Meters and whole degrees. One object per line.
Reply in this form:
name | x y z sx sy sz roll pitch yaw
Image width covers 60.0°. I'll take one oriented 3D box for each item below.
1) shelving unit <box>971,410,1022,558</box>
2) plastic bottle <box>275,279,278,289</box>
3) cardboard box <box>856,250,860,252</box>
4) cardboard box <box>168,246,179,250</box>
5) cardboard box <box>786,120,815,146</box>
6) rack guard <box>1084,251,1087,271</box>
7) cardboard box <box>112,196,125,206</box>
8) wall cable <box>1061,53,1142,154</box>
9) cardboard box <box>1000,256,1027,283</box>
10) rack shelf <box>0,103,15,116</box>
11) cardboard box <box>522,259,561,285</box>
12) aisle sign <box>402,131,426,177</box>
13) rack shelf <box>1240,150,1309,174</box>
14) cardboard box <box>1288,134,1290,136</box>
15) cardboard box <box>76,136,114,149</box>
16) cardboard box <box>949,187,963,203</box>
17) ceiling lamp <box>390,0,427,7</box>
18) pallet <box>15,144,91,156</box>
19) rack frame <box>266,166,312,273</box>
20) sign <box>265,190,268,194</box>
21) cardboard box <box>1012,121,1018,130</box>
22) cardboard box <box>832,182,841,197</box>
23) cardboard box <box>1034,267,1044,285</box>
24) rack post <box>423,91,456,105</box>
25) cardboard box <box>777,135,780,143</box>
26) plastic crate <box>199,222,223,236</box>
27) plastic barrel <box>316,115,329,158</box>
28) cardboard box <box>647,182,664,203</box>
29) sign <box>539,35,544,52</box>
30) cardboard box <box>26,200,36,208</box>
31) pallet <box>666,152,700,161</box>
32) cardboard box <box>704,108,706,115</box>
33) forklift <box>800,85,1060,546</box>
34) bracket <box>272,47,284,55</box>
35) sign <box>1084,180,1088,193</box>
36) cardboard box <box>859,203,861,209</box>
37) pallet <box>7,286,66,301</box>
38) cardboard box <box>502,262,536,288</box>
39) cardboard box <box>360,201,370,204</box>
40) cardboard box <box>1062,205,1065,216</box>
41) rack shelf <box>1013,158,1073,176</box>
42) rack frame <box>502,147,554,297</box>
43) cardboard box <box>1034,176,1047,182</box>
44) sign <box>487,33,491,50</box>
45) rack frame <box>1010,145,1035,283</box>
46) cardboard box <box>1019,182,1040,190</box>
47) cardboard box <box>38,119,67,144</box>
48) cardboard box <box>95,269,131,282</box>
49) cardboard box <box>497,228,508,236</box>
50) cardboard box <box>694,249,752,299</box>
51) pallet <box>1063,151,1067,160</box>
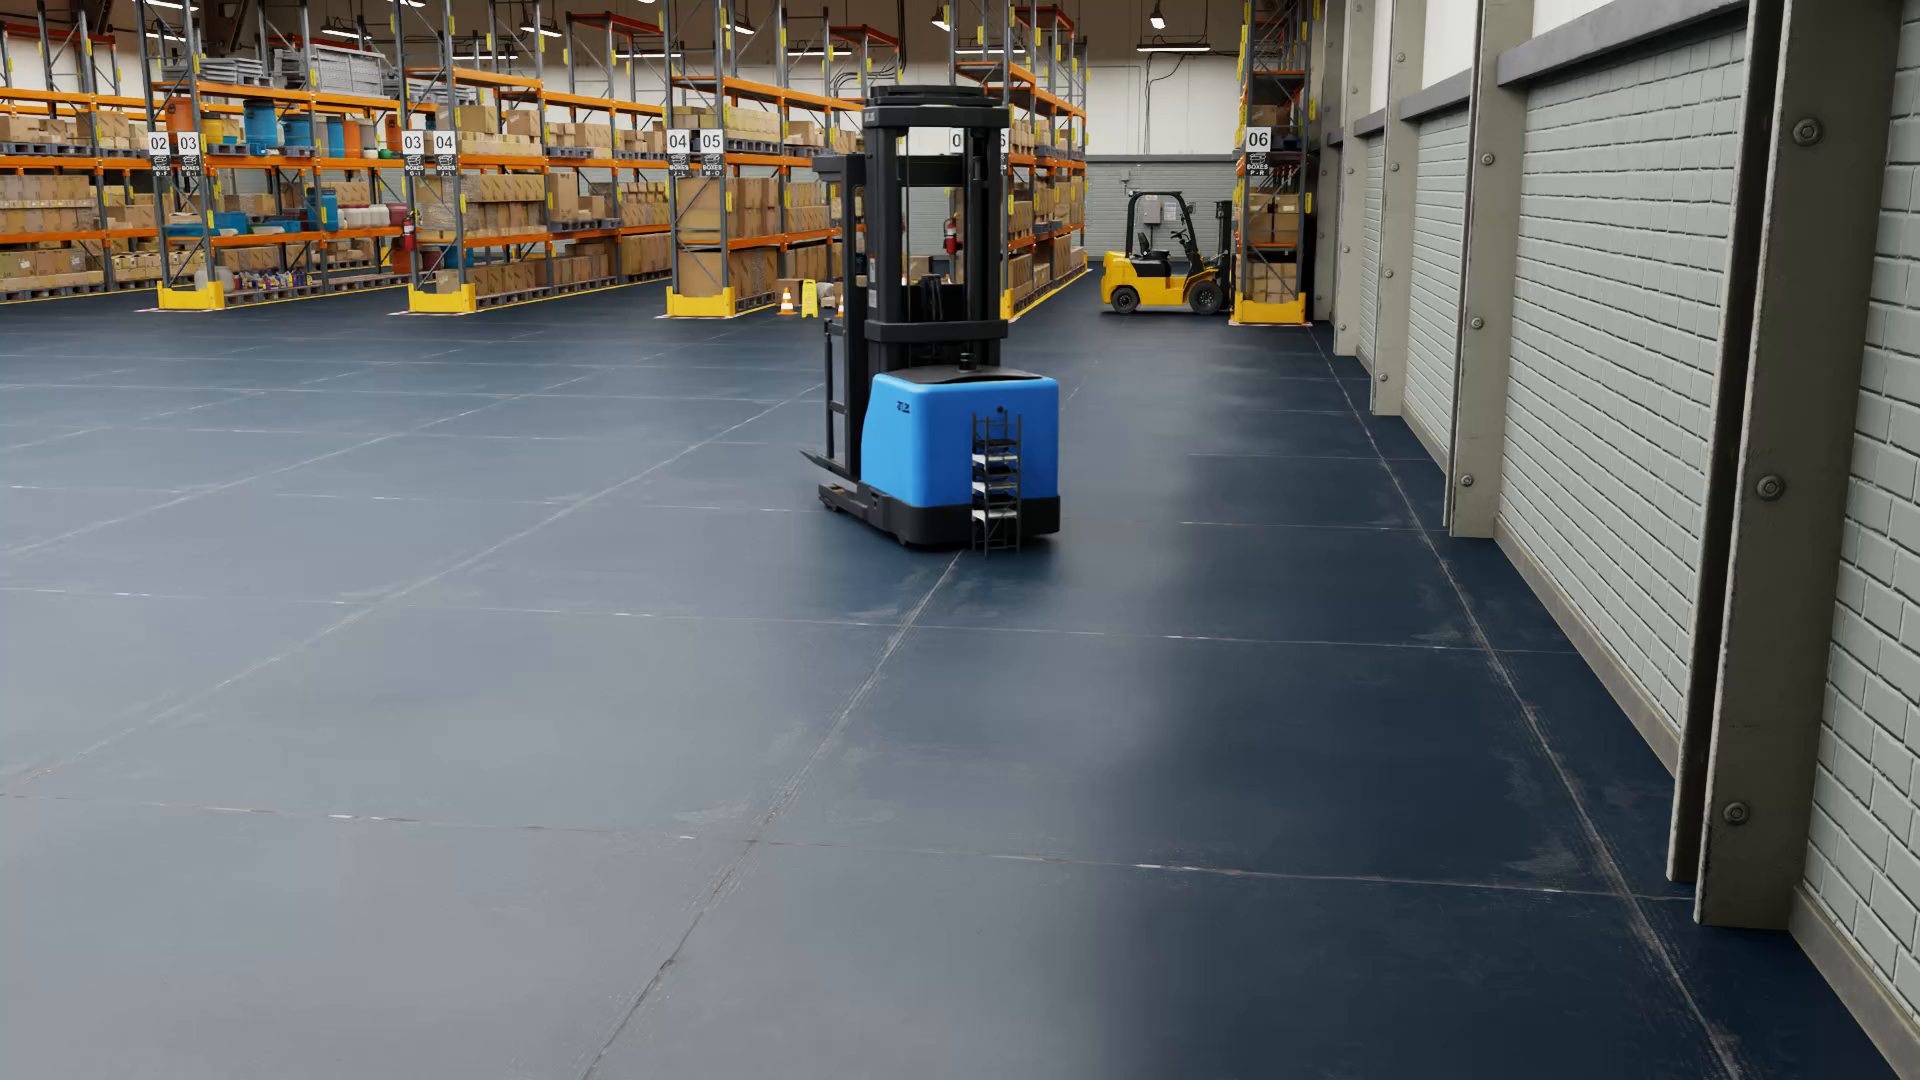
shelving unit | 0.229 -0.354 10.502 0.258 0.900 0.210 -5 13 -22
plastic bottle | -13.692 -5.126 33.255 0.097 0.201 0.097 0 12 0
cardboard box | -2.681 -6.669 39.753 0.500 0.500 0.500 2 12 7
cardboard box | -21.927 -7.964 45.766 0.700 0.500 0.500 2 12 10
cardboard box | -3.343 -8.520 34.816 0.500 0.500 0.500 2 12 9
rack guard | 2.789 -7.431 44.286 1.175 0.500 0.348 2 12 9
cardboard box | -22.127 -8.717 43.332 0.500 0.500 0.500 2 12 8
wall cable | 4.124 -12.749 48.789 2.355 3.000 0.029 2 12 9
cardboard box | 0.960 -5.033 30.978 0.500 0.500 0.500 3 12 12
rack shelf | -23.228 -9.754 37.550 1.077 0.370 4.000 2 12 9
cardboard box | -8.737 -5.591 34.705 0.700 0.500 0.500 1 12 4
aisle sign | -9.774 -6.906 29.746 0.394 0.787 0.004 2 12 9
rack shelf | 5.537 -6.688 29.494 1.077 0.370 4.000 2 12 9
cardboard box | 6.169 -7.758 32.112 0.380 0.149 0.250 2 12 9
cardboard box | -18.536 -8.519 35.641 0.500 0.250 0.500 3 13 15
cardboard box | 0.187 -6.113 28.924 0.700 0.500 0.500 2 12 7
ceiling lamp | -11.002 -12.299 32.845 0.800 3.185 2.000 2 12 9
pallet | -18.746 -8.037 34.257 1.003 0.211 1.213 2 12 9
rack frame | -17.410 -8.458 43.119 1.000 3.000 0.127 2 12 9
sign | -17.947 -8.897 43.102 0.100 0.325 0.005 2 12 9
cardboard box | 0.815 -7.270 29.193 0.380 0.149 0.250 2 12 8
cardboard box | -2.932 -8.744 41.130 0.500 0.500 0.500 1 12 7
cardboard box | 1.230 -5.474 34.515 0.950 0.372 0.625 2 12 11
rack post | -12.702 -10.559 39.817 0.937 0.300 0.954 3 13 15
cardboard box | -3.707 -7.800 32.311 0.380 0.149 0.250 2 12 8
plastic crate | -14.475 -5.975 31.950 0.499 0.251 0.408 2 12 9
plastic barrel | -13.782 -8.592 35.430 0.600 0.901 0.600 0 12 0
cardboard box | -7.712 -8.542 40.891 0.797 0.503 0.637 2 12 7
sign | -8.319 -9.877 33.060 0.100 0.325 0.005 2 12 9
cardboard box | -18.745 -6.720 33.280 0.380 0.149 0.250 2 12 9
pallet | -7.296 -9.982 43.283 1.003 0.211 1.213 2 12 9
cardboard box | -4.748 -7.684 29.878 0.380 0.149 0.250 2 12 10
forklift | -0.380 -1.665 11.761 1.130 2.935 3.031 -5 13 -22
bracket | -21.351 -15.301 52.087 0.235 0.232 0.430 2 12 9
sign | 3.319 -9.309 43.757 0.100 0.325 0.005 2 12 9
cardboard box | -2.603 -8.093 40.319 0.380 0.149 0.250 2 12 10
pallet | -18.989 -5.010 33.741 1.003 0.211 1.213 2 12 9
cardboard box | -8.954 -5.372 33.737 0.500 0.500 0.500 1 12 7
cardboard box | -16.671 -9.129 45.997 0.500 0.500 0.500 2 12 9
cardboard box | 2.137 -7.567 38.154 0.500 0.250 0.500 2 12 10
rack shelf | 1.862 -8.513 37.964 1.077 0.370 4.000 2 12 9
rack frame | -8.853 -6.471 33.898 1.000 3.000 0.127 2 12 9
cardboard box | 1.903 -8.744 40.297 0.380 0.149 0.250 2 12 7
sign | -9.402 -9.954 33.229 0.100 0.325 0.005 2 12 9
rack frame | 0.939 -6.150 32.408 1.000 3.000 0.127 2 12 9
cardboard box | 1.361 -6.953 32.655 0.380 0.149 0.250 2 12 8
cardboard box | -18.979 -8.485 34.559 0.500 0.500 0.500 3 13 13
cardboard box | -18.334 -5.729 35.989 0.500 0.250 0.500 2 12 7
cardboard box | -8.862 -5.876 31.735 0.380 0.149 0.250 2 12 9
cardboard box | -4.410 -4.949 30.886 0.875 0.875 0.875 2 12 8
pallet | 2.078 -8.995 38.947 0.805 0.209 1.217 1 12 6
